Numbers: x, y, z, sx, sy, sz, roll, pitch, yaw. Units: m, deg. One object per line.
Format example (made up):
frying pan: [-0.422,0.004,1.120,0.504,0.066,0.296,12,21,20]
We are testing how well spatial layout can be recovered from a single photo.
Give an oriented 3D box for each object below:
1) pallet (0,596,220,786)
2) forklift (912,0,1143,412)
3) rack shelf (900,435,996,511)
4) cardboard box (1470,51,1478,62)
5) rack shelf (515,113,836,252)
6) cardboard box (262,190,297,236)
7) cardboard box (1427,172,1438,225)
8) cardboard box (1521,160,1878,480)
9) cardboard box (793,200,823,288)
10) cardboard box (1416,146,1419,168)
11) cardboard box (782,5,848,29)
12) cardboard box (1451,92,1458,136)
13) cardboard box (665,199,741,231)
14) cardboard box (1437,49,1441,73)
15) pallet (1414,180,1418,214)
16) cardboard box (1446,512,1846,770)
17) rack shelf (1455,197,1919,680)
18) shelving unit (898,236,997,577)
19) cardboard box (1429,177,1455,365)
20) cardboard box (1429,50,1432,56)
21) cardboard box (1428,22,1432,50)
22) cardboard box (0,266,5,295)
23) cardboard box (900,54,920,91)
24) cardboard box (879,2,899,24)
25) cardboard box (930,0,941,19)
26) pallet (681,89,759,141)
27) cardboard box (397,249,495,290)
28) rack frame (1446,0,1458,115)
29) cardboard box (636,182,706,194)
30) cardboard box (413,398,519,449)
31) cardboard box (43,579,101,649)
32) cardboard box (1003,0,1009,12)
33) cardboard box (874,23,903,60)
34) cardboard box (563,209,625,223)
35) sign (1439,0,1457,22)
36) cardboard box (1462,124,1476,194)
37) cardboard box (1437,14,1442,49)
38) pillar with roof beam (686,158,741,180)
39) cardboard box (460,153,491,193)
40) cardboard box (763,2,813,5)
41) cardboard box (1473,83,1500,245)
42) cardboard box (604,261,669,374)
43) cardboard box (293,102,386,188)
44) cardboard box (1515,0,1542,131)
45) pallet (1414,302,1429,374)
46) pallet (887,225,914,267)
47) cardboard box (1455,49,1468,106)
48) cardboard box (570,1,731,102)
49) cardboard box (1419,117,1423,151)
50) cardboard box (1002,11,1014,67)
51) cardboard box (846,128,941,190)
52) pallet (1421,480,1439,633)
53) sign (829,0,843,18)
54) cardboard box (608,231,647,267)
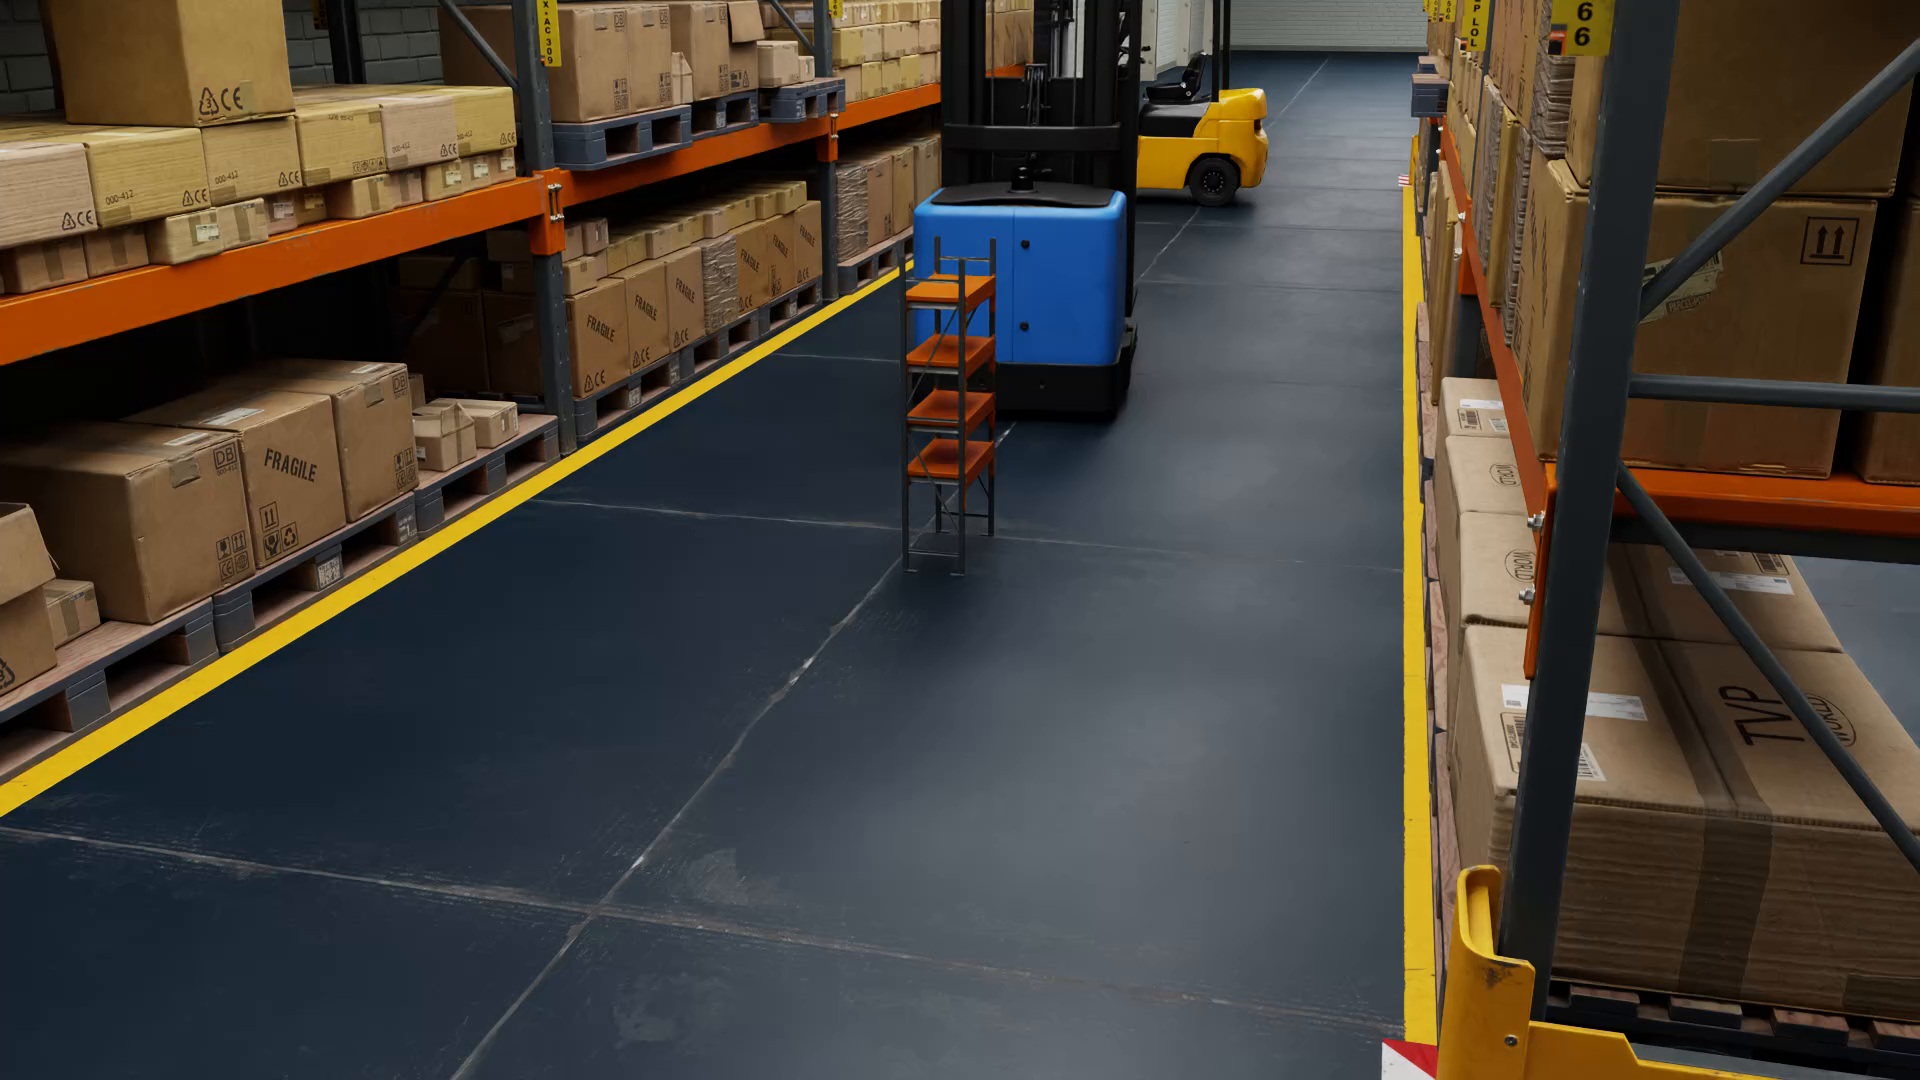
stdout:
pallet: [-3.089,0.436,5.086,1.003,0.211,1.213,5,19,13]
forklift: [0.473,-2.462,9.360,1.130,2.935,3.031,3,19,8]
rack shelf: [-0.040,-0.264,6.428,0.258,0.148,0.480,5,19,13]
cardboard box: [2.475,-2.316,7.126,0.500,0.500,0.500,5,19,14]
rack shelf: [-1.835,-2.150,9.456,1.077,0.370,4.000,5,19,13]
cardboard box: [-2.551,-1.143,5.782,0.380,0.149,0.250,5,19,13]
cardboard box: [4.319,-2.771,13.576,0.950,0.372,0.625,5,19,14]
cardboard box: [1.374,-0.439,3.177,0.500,0.500,0.500,5,19,14]
cardboard box: [-1.242,-1.984,11.073,0.500,0.500,0.500,5,20,15]
cardboard box: [4.957,-3.901,17.072,0.500,0.250,0.500,4,19,13]
cardboard box: [-0.983,-3.549,11.278,0.380,0.149,0.250,5,20,15]
cardboard box: [2.996,-2.360,9.188,0.500,0.250,0.500,4,19,12]
cardboard box: [-1.534,-1.941,9.944,0.380,0.149,0.250,4,19,13]
cardboard box: [3.456,-3.266,11.347,0.380,0.149,0.250,5,19,14]
pallet: [4.871,-3.258,15.899,1.003,0.211,1.213,5,19,13]
cardboard box: [1.793,0.292,4.506,0.875,0.438,0.875,5,20,15]
rack shelf: [2.002,-0.506,4.641,1.077,0.370,4.000,5,19,13]
shelving unit: [-0.040,-0.516,6.342,0.258,1.200,0.503,5,19,13]
cardboard box: [2.996,-1.431,8.874,0.875,0.875,0.875,5,19,14]
cardboard box: [4.840,-4.792,16.466,0.380,0.149,0.250,5,19,14]
cardboard box: [4.791,-4.973,15.993,0.500,0.500,0.500,4,19,12]
cardboard box: [-2.907,-0.741,4.605,0.380,0.149,0.250,4,19,13]
cardboard box: [-0.626,-3.648,12.960,0.500,0.250,0.500,5,20,15]
cardboard box: [-0.678,-3.954,12.465,0.380,0.149,0.250,5,20,15]
cardboard box: [-0.330,-4.353,13.634,0.380,0.149,0.250,4,19,12]
pallet: [-1.817,-2.417,9.420,1.003,0.211,1.213,5,19,13]
cardboard box: [-2.514,-1.325,8.140,0.380,0.149,0.250,4,19,11]
rack frame: [3.468,-2.727,10.030,1.000,3.000,0.127,5,19,13]
cardboard box: [-1.867,-2.220,10.762,0.380,0.149,0.250,5,20,15]
cardboard box: [-2.175,-0.516,7.318,0.380,0.149,0.250,4,19,12]
cardboard box: [-2.918,0.226,5.147,0.380,0.149,0.250,4,19,11]
cardboard box: [0.260,-5.124,15.889,0.380,0.149,0.250,4,19,13]
cardboard box: [-0.732,-3.723,12.404,0.500,0.250,0.500,4,19,12]
cardboard box: [-2.148,-1.811,9.562,0.380,0.149,0.250,4,19,11]
sign: [2.939,-3.277,9.973,0.100,0.325,0.005,5,19,13]
cardboard box: [2.355,-1.563,6.854,0.500,0.250,0.500,4,19,12]
cardboard box: [3.547,-3.599,11.320,0.500,0.500,0.500,3,19,10]
pillar with roof beam: [2.272,-6.096,10.614,9.100,9.000,0.400,5,19,13]
cardboard box: [-2.200,-1.542,6.950,0.380,0.149,0.250,5,20,15]
cardboard box: [-1.254,-3.915,12.351,0.380,0.149,0.250,5,19,13]
cardboard box: [1.995,-1.237,5.513,0.500,0.500,0.500,5,19,14]
cardboard box: [-1.867,-1.181,8.723,0.500,0.500,0.500,4,19,13]
cardboard box: [-2.455,-1.441,6.039,0.500,0.250,0.500,5,19,13]
cardboard box: [1.623,-1.231,3.948,0.500,0.500,0.500,5,19,13]
pallet: [3.202,-1.166,9.775,1.003,0.211,1.213,5,19,13]
pallet: [-0.808,-2.434,13.488,1.003,0.211,1.213,5,19,13]
cardboard box: [2.706,-2.278,8.175,0.500,0.250,0.500,5,19,14]
cardboard box: [-1.671,-2.652,9.008,0.700,0.500,0.500,5,19,13]
cardboard box: [4.828,-4.084,16.448,0.500,0.500,0.500,4,19,11]
cardboard box: [0.226,-4.861,16.122,0.500,0.500,0.500,4,19,13]
cardboard box: [-0.486,-3.282,14.680,0.875,0.625,0.625,6,20,16]
pallet: [2.229,0.079,6.131,1.003,0.211,1.213,5,19,13]
sign: [-0.818,-3.588,10.883,0.100,0.325,0.005,5,19,13]
cardboard box: [-1.880,-1.539,8.768,0.380,0.149,0.250,4,19,12]
